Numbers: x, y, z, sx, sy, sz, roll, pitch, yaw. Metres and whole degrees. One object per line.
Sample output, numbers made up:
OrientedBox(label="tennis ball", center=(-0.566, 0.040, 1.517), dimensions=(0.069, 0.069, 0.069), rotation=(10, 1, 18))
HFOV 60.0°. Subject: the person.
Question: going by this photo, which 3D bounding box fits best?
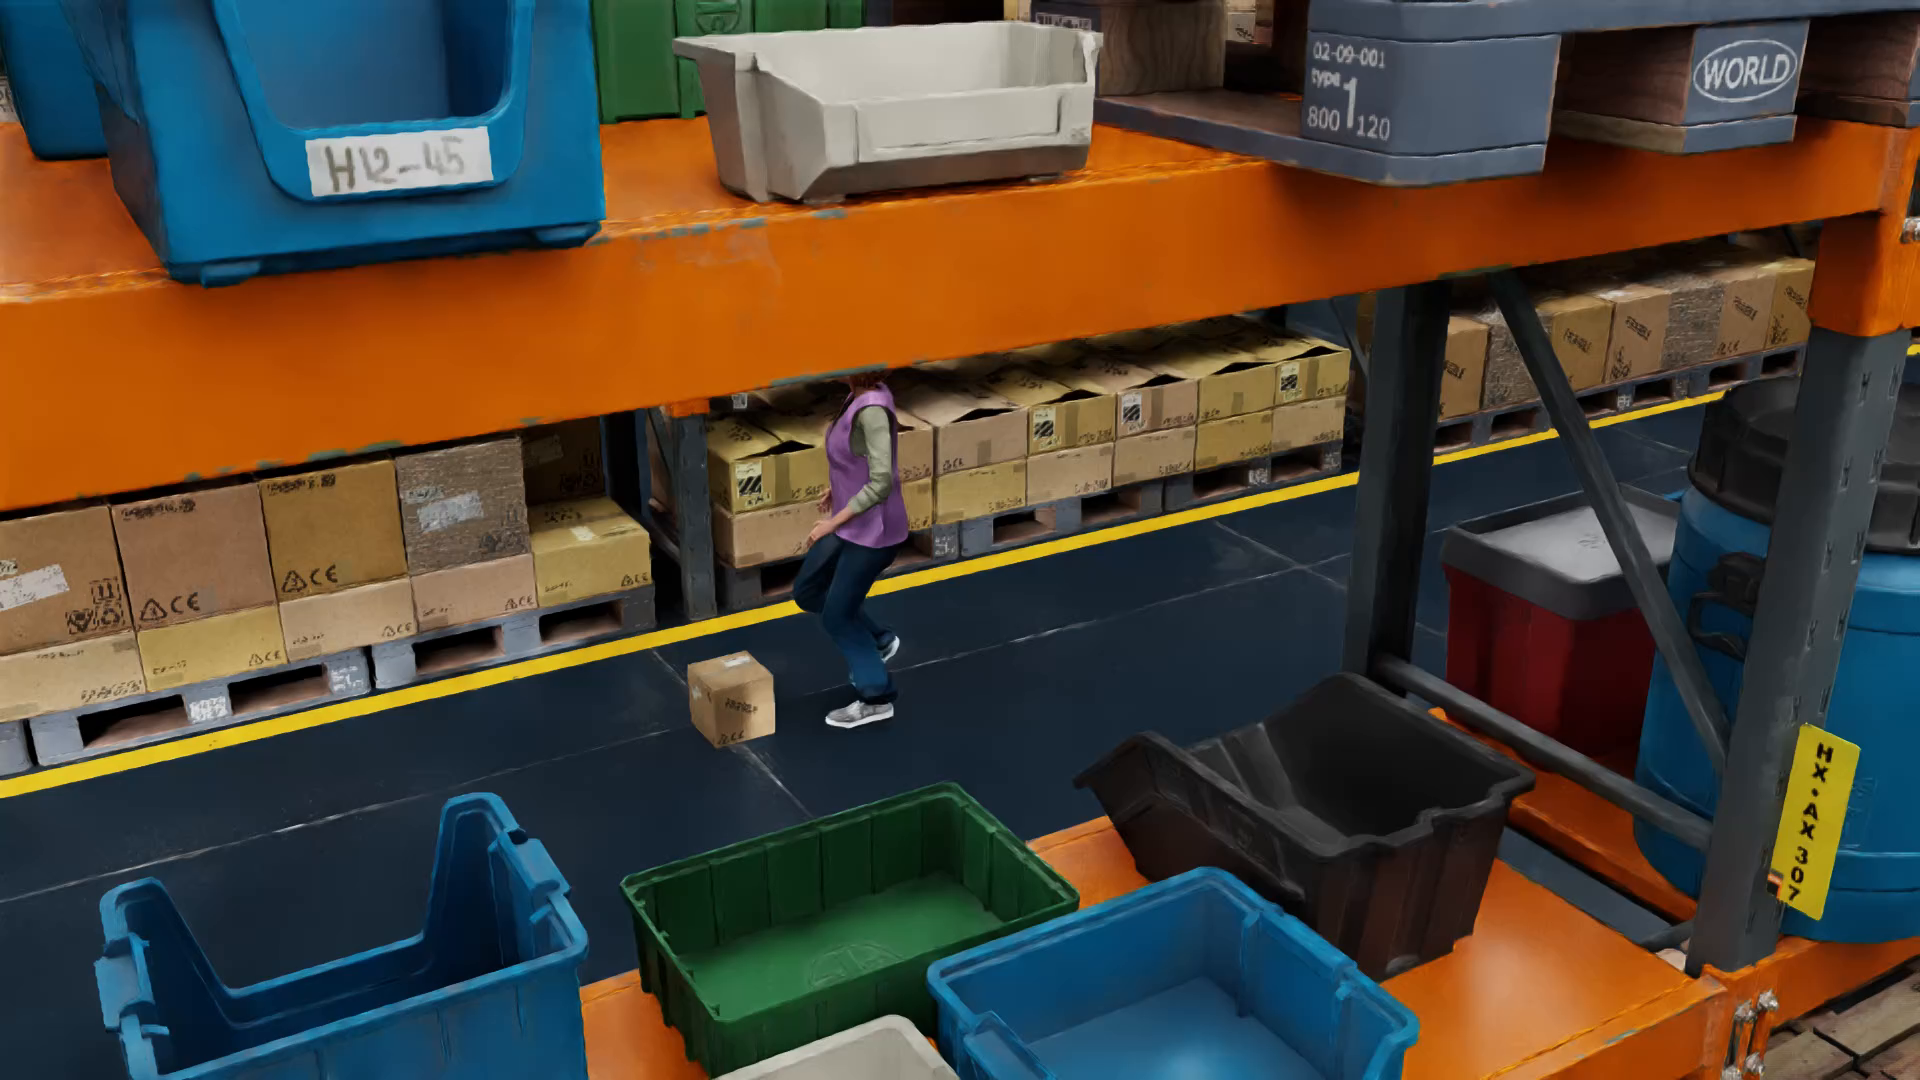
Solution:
OrientedBox(label="person", center=(-0.399, -0.025, 6.205), dimensions=(0.439, 1.563, 0.585), rotation=(-5, 23, -13))
